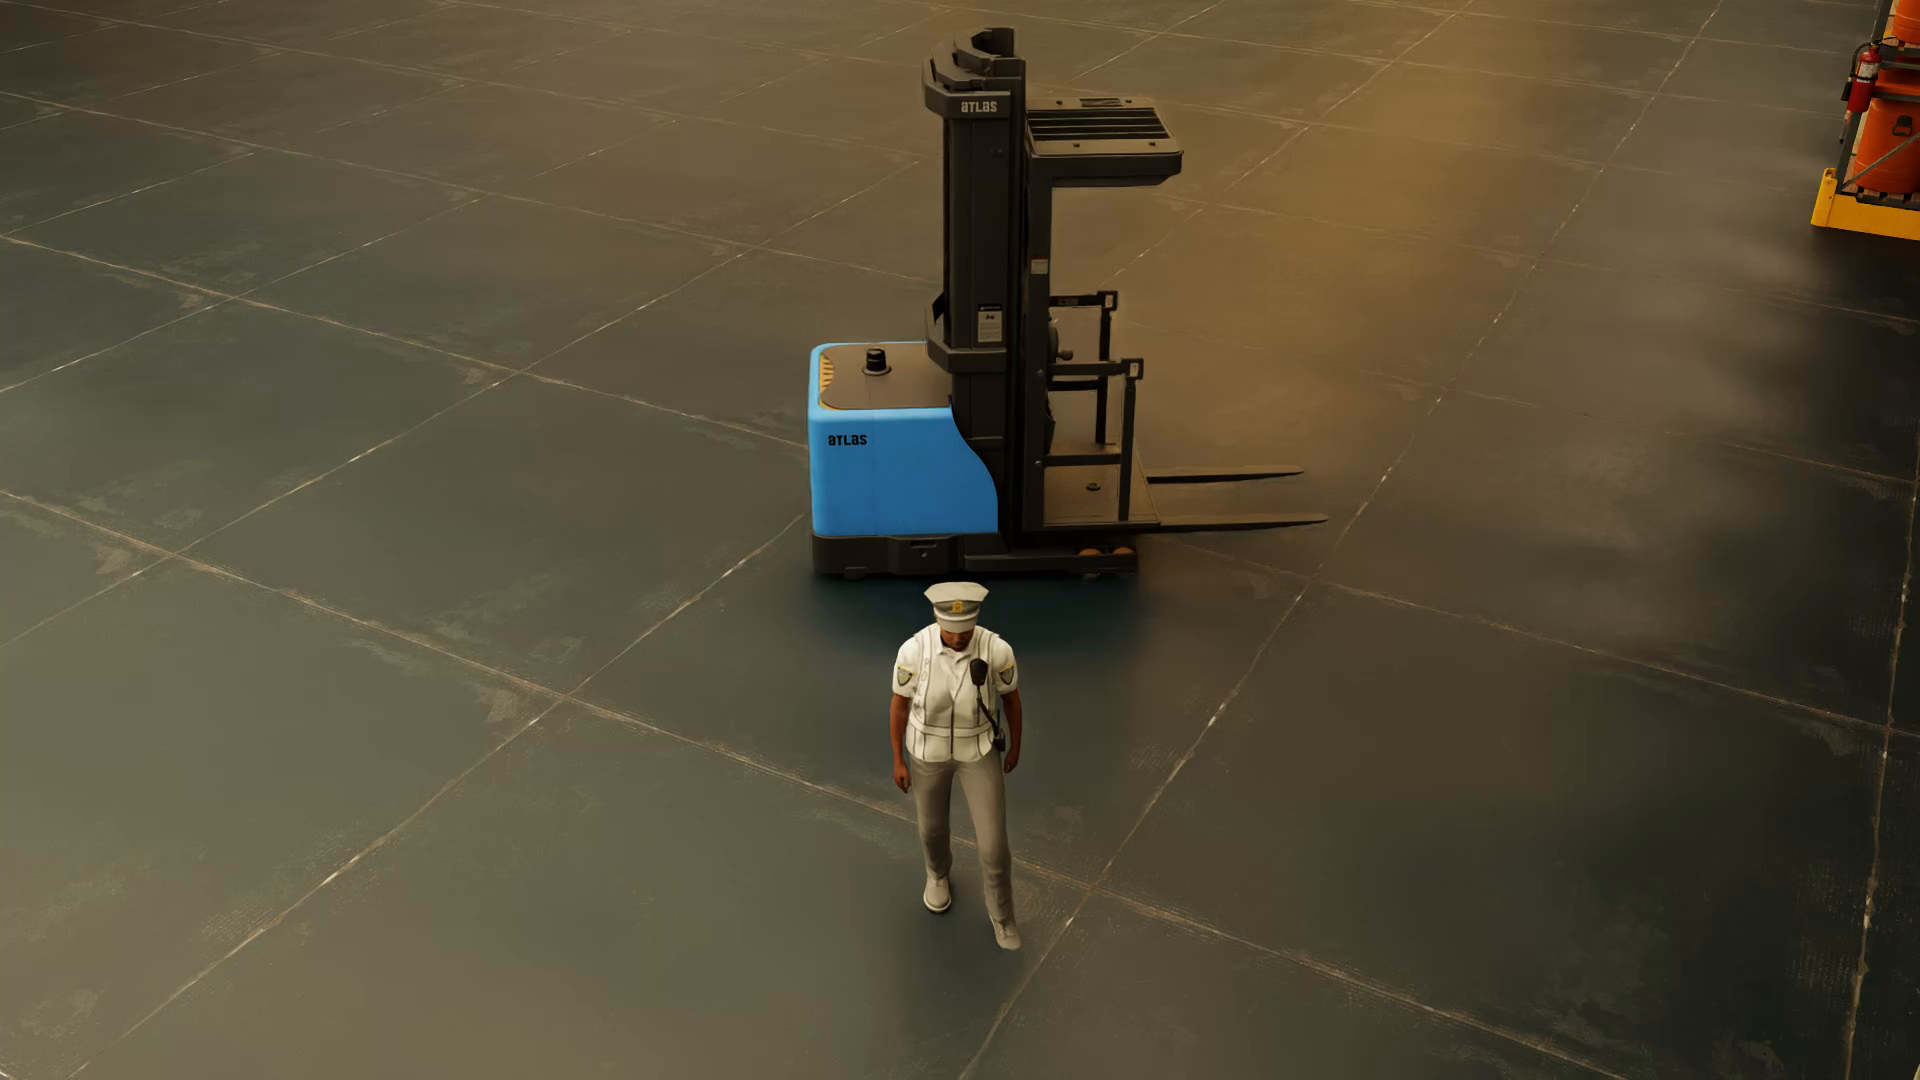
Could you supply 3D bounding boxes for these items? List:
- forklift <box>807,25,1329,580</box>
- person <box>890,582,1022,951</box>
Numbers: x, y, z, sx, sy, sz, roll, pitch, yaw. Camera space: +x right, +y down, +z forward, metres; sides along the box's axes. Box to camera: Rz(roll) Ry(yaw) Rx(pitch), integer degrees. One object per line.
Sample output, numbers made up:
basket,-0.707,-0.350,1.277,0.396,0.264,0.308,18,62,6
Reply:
forklift,0.636,-1.315,9.349,3.031,2.935,1.130,-2,30,-3
person,-0.003,0.919,6.818,0.568,1.711,0.533,1,30,2
